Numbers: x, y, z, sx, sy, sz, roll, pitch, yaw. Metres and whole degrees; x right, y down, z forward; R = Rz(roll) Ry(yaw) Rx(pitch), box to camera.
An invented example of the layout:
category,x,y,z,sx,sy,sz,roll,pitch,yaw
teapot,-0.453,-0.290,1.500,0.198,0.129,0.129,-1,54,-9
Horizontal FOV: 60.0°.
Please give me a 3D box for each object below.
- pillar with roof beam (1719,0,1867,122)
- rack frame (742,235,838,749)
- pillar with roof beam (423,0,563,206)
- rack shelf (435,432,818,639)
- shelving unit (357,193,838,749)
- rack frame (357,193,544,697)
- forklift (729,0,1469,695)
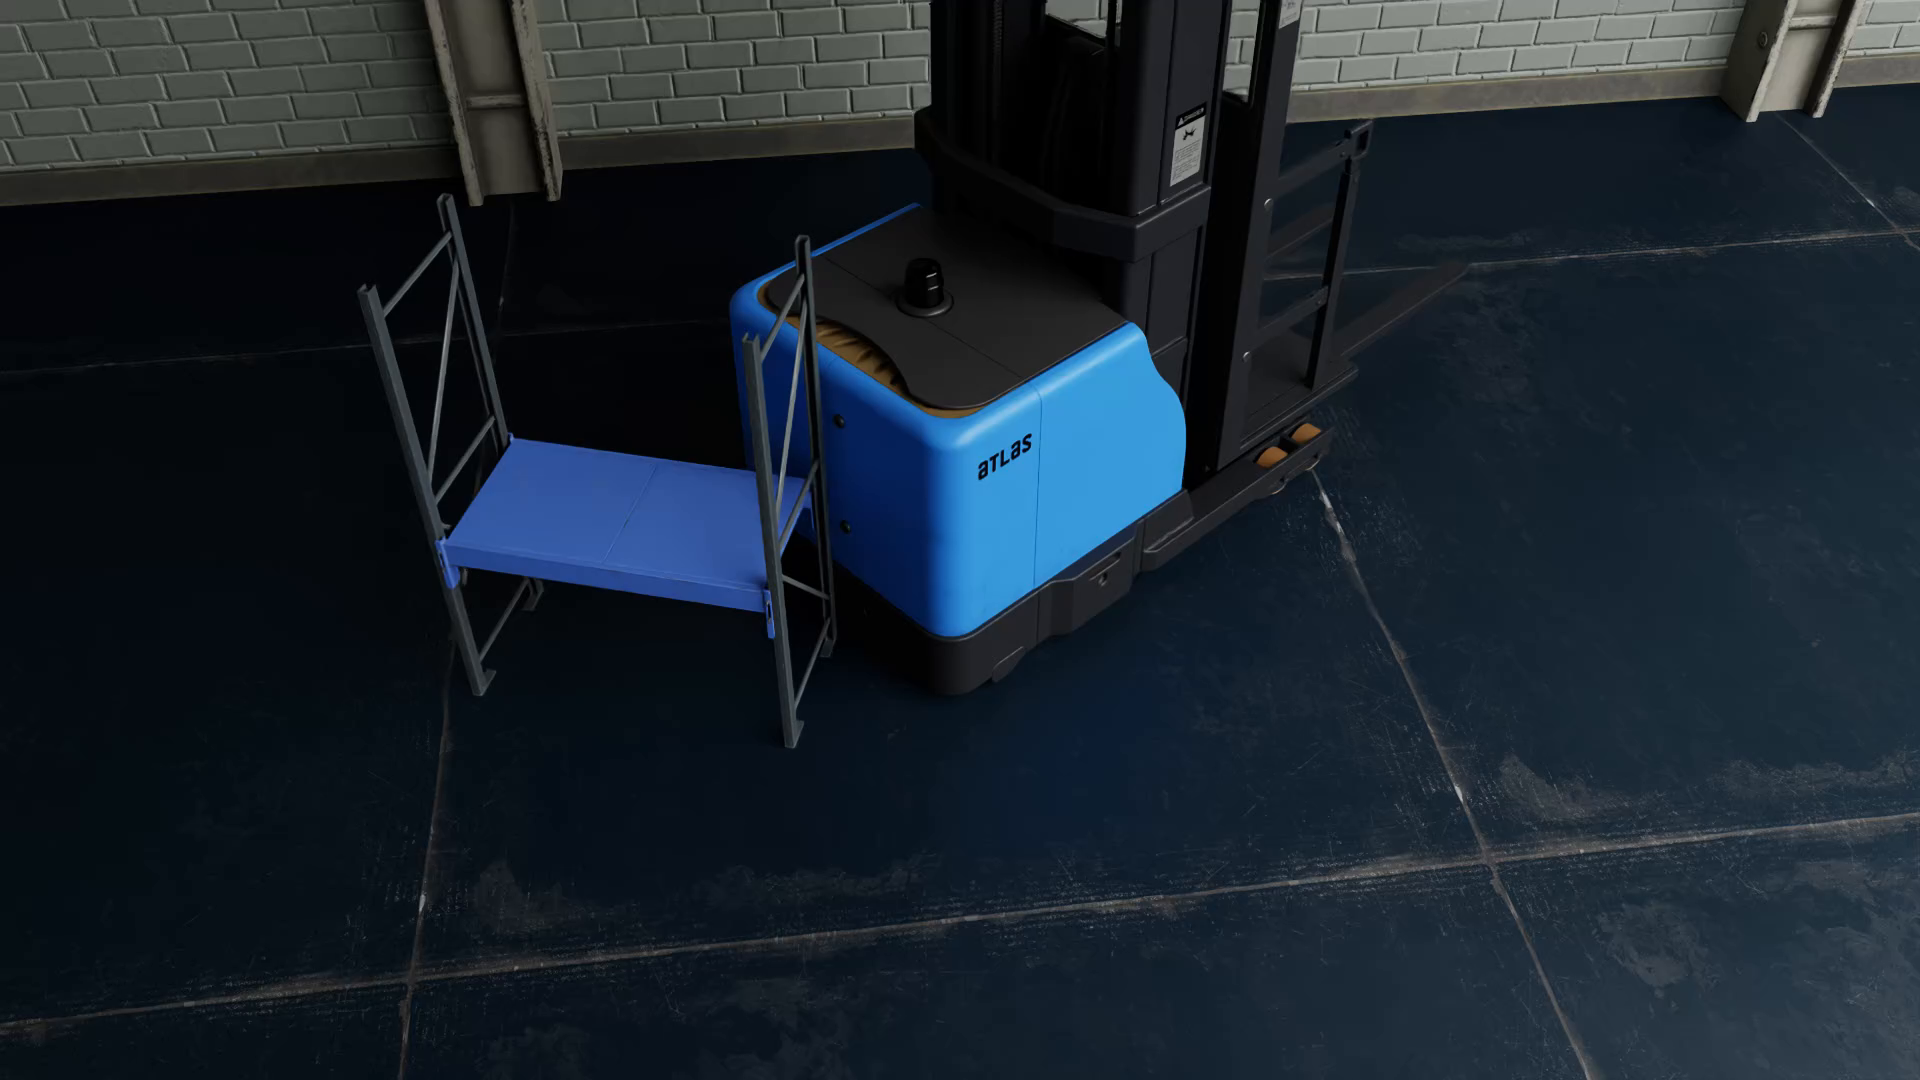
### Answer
category,x,y,z,sx,sy,sz,roll,pitch,yaw
pillar with roof beam,4.501,-2.607,1.921,0.400,9.000,9.100,-5,42,-6
rack frame,-0.465,-0.087,4.727,0.032,1.500,0.500,8,43,9
pillar with roof beam,-1.449,-2.086,1.344,0.400,9.000,9.100,-5,42,-6
rack shelf,-0.962,-0.025,4.927,1.000,0.185,0.538,8,43,9
shelving unit,-0.962,-0.159,4.806,1.048,1.500,0.538,8,43,9
rack frame,-1.459,-0.230,4.886,0.032,1.500,0.500,8,43,9
forklift,0.704,-1.480,5.202,3.031,2.935,1.130,-33,51,-31
